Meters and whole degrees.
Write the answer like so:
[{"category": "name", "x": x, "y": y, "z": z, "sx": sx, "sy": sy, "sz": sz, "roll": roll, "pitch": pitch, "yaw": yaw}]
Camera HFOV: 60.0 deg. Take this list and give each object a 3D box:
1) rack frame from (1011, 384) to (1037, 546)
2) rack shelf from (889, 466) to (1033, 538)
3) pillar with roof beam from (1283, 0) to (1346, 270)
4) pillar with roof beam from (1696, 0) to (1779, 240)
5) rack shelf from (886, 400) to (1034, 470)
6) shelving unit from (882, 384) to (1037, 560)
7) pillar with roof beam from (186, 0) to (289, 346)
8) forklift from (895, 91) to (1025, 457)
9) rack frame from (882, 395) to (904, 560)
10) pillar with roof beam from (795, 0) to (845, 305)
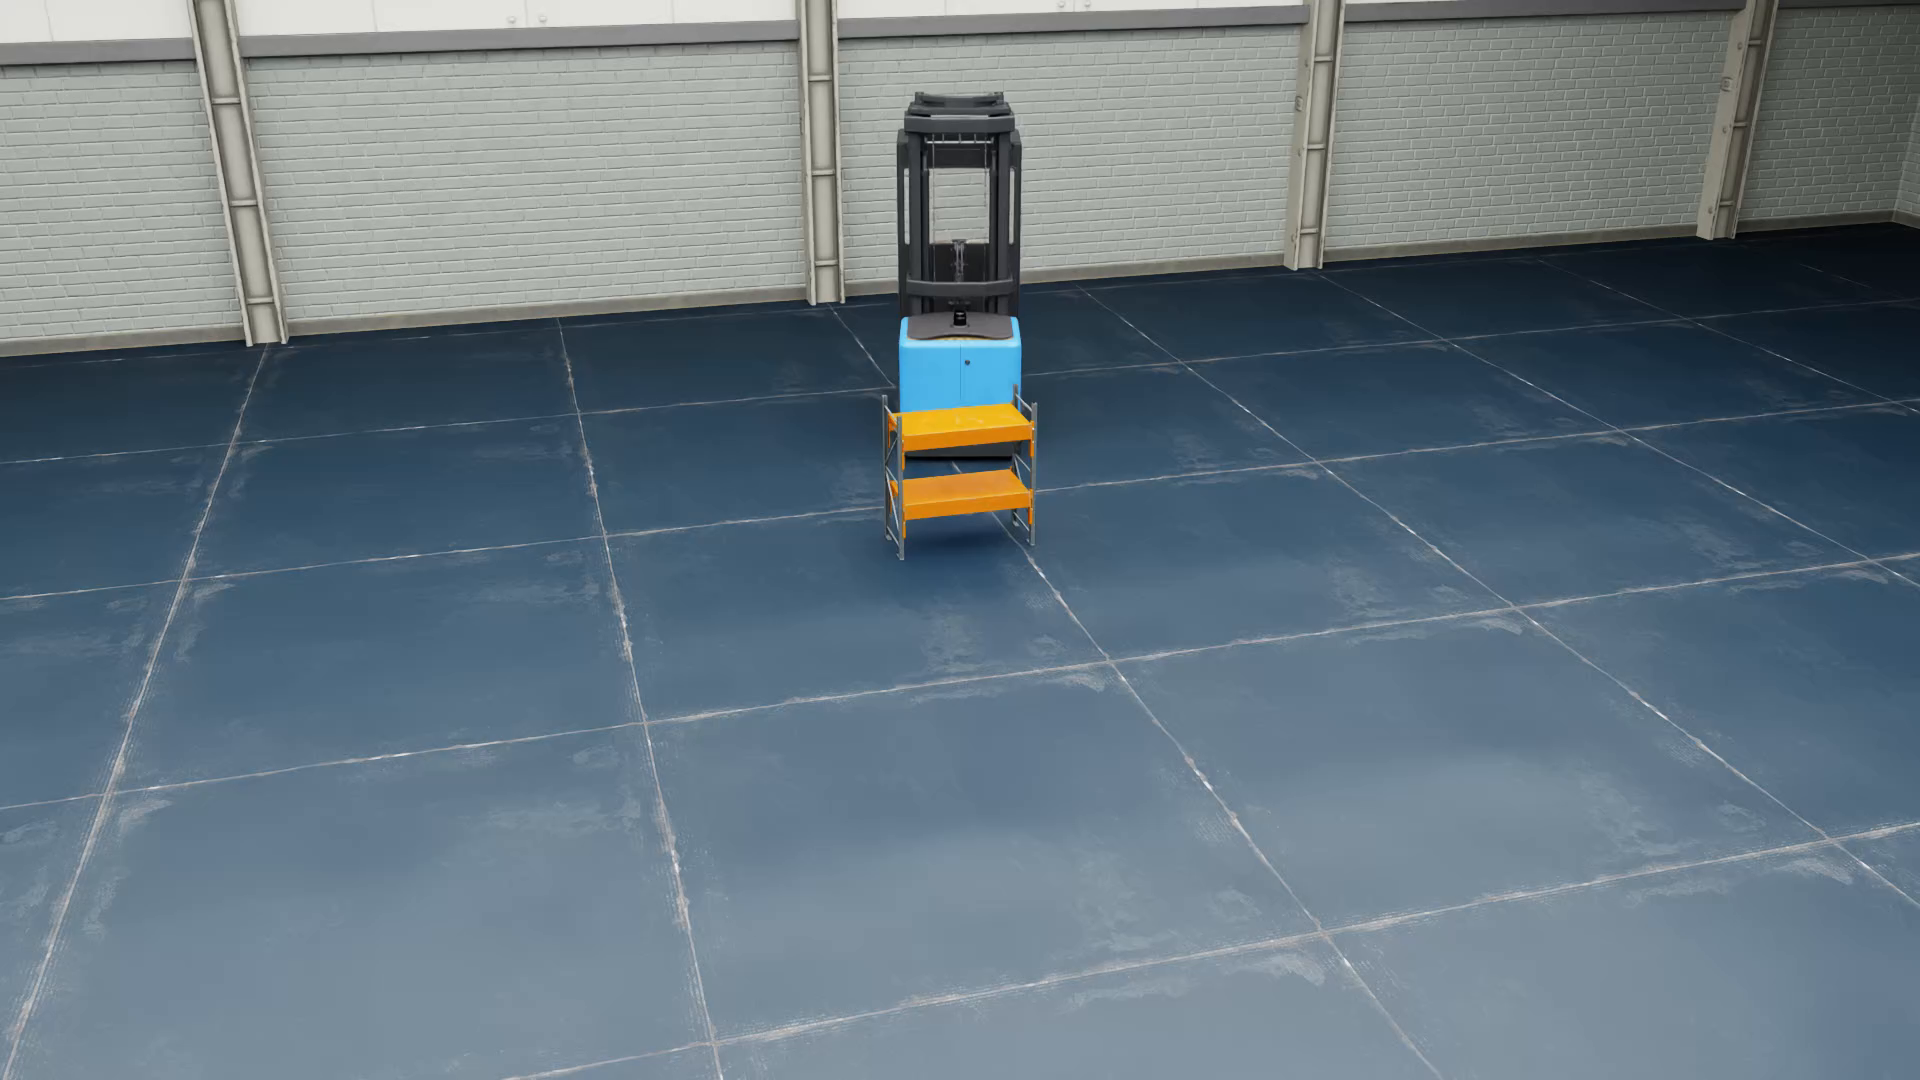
[{"category": "rack frame", "x": 0.483, "y": -0.570, "z": 12.583, "sx": 0.032, "sy": 1.125, "sz": 0.500, "roll": -6, "pitch": 24, "yaw": -14}, {"category": "rack shelf", "x": -0.007, "y": -0.292, "z": 12.553, "sx": 1.000, "sy": 0.278, "sz": 0.538, "roll": -6, "pitch": 24, "yaw": -14}, {"category": "pillar with roof beam", "x": 5.398, "y": -5.887, "z": 14.987, "sx": 0.400, "sy": 9.000, "sz": 9.100, "roll": -6, "pitch": 24, "yaw": -14}, {"category": "pillar with roof beam", "x": 11.175, "y": -6.526, "z": 16.477, "sx": 0.400, "sy": 9.000, "sz": 9.100, "roll": -6, "pitch": 24, "yaw": -14}, {"category": "rack shelf", "x": -0.007, "y": -0.785, "z": 12.341, "sx": 1.000, "sy": 0.278, "sz": 0.538, "roll": -6, "pitch": 24, "yaw": -14}, {"category": "shelving unit", "x": -0.007, "y": -0.516, "z": 12.457, "sx": 1.048, "sy": 1.125, "sz": 0.538, "roll": -6, "pitch": 24, "yaw": -14}, {"category": "pillar with roof beam", "x": -6.156, "y": -4.609, "z": 12.009, "sx": 0.400, "sy": 9.000, "sz": 9.100, "roll": -6, "pitch": 24, "yaw": -14}, {"category": "forklift", "x": -0.011, "y": -2.588, "z": 14.994, "sx": 1.130, "sy": 2.935, "sz": 3.031, "roll": 0, "pitch": 23, "yaw": -1}, {"category": "rack frame", "x": -0.496, "y": -0.462, "z": 12.331, "sx": 0.032, "sy": 1.125, "sz": 0.500, "roll": -6, "pitch": 24, "yaw": -14}, {"category": "pillar with roof beam", "x": -0.379, "y": -5.248, "z": 13.498, "sx": 0.400, "sy": 9.000, "sz": 9.100, "roll": -6, "pitch": 24, "yaw": -14}]
